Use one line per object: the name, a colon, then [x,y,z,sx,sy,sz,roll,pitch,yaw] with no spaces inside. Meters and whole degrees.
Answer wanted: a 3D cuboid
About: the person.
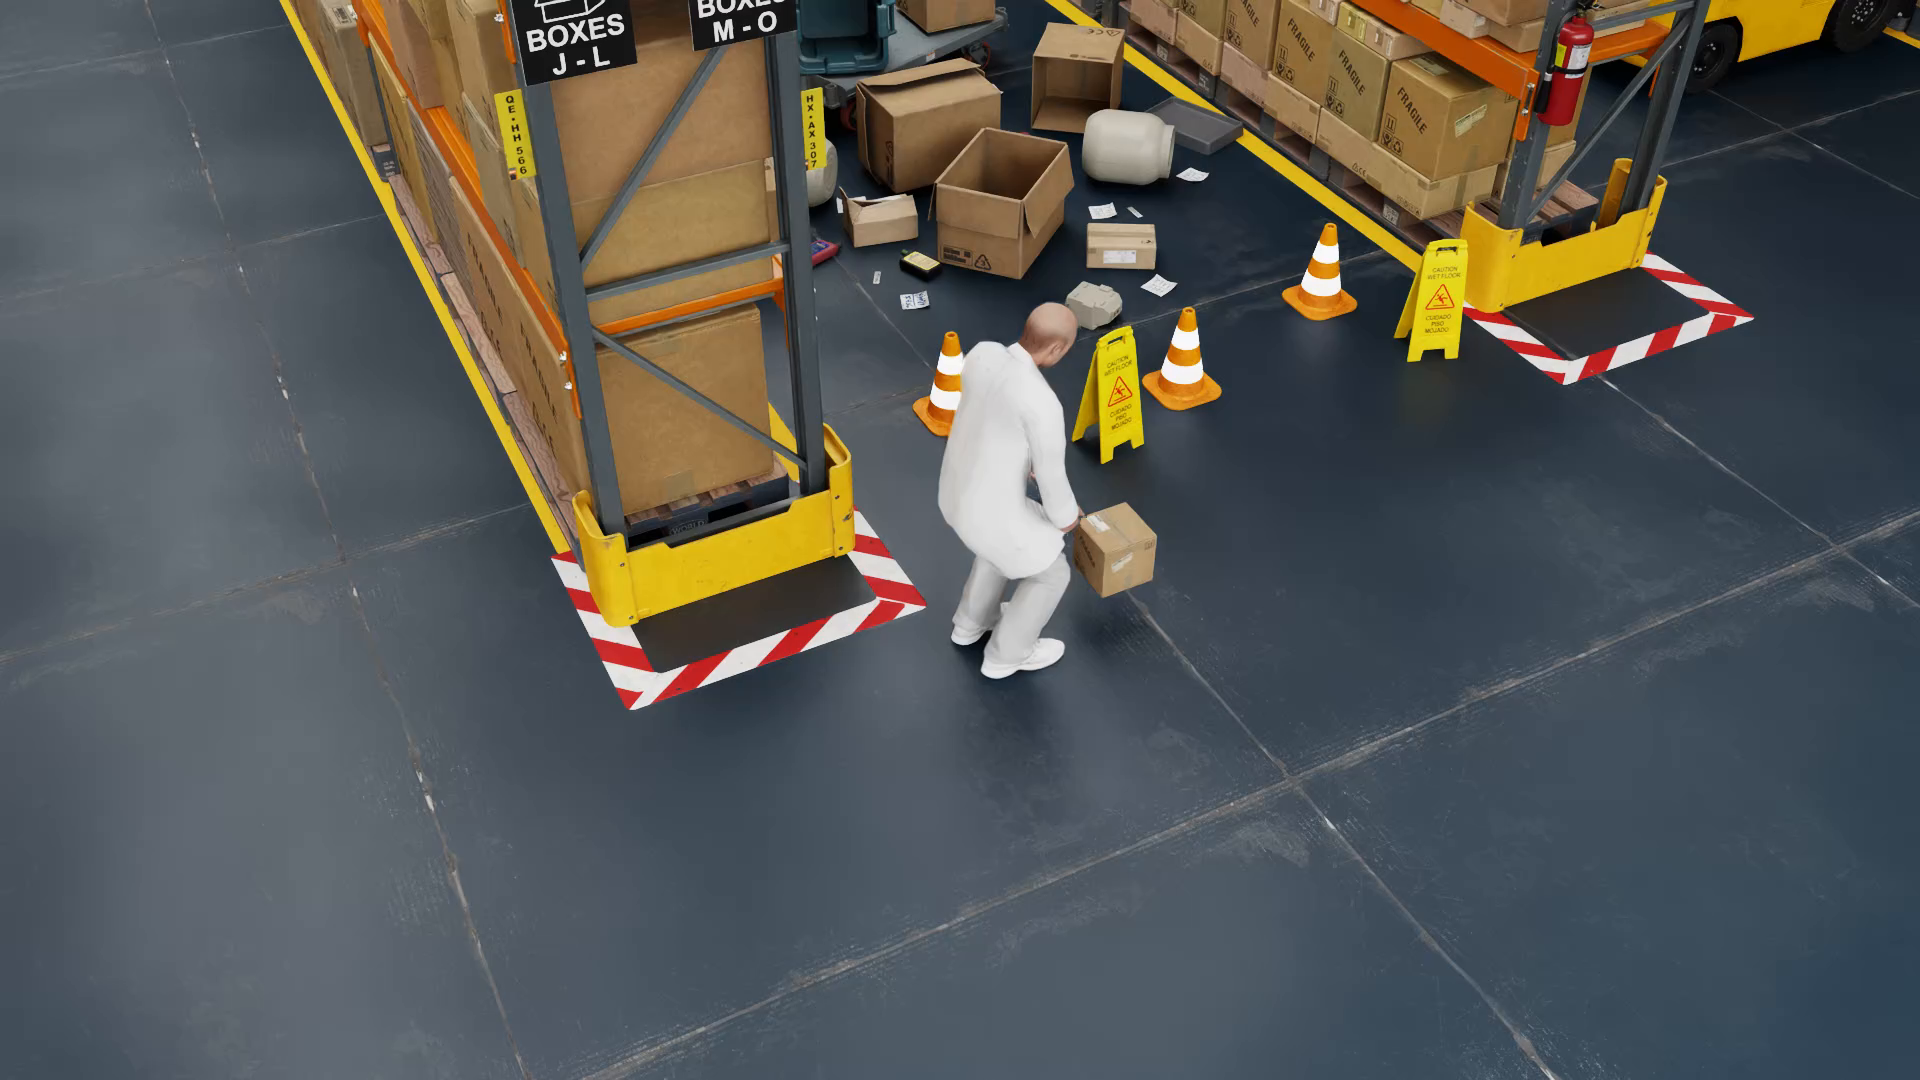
person: [0.182,-0.187,6.521,0.564,1.612,0.618,-18,44,-20]
